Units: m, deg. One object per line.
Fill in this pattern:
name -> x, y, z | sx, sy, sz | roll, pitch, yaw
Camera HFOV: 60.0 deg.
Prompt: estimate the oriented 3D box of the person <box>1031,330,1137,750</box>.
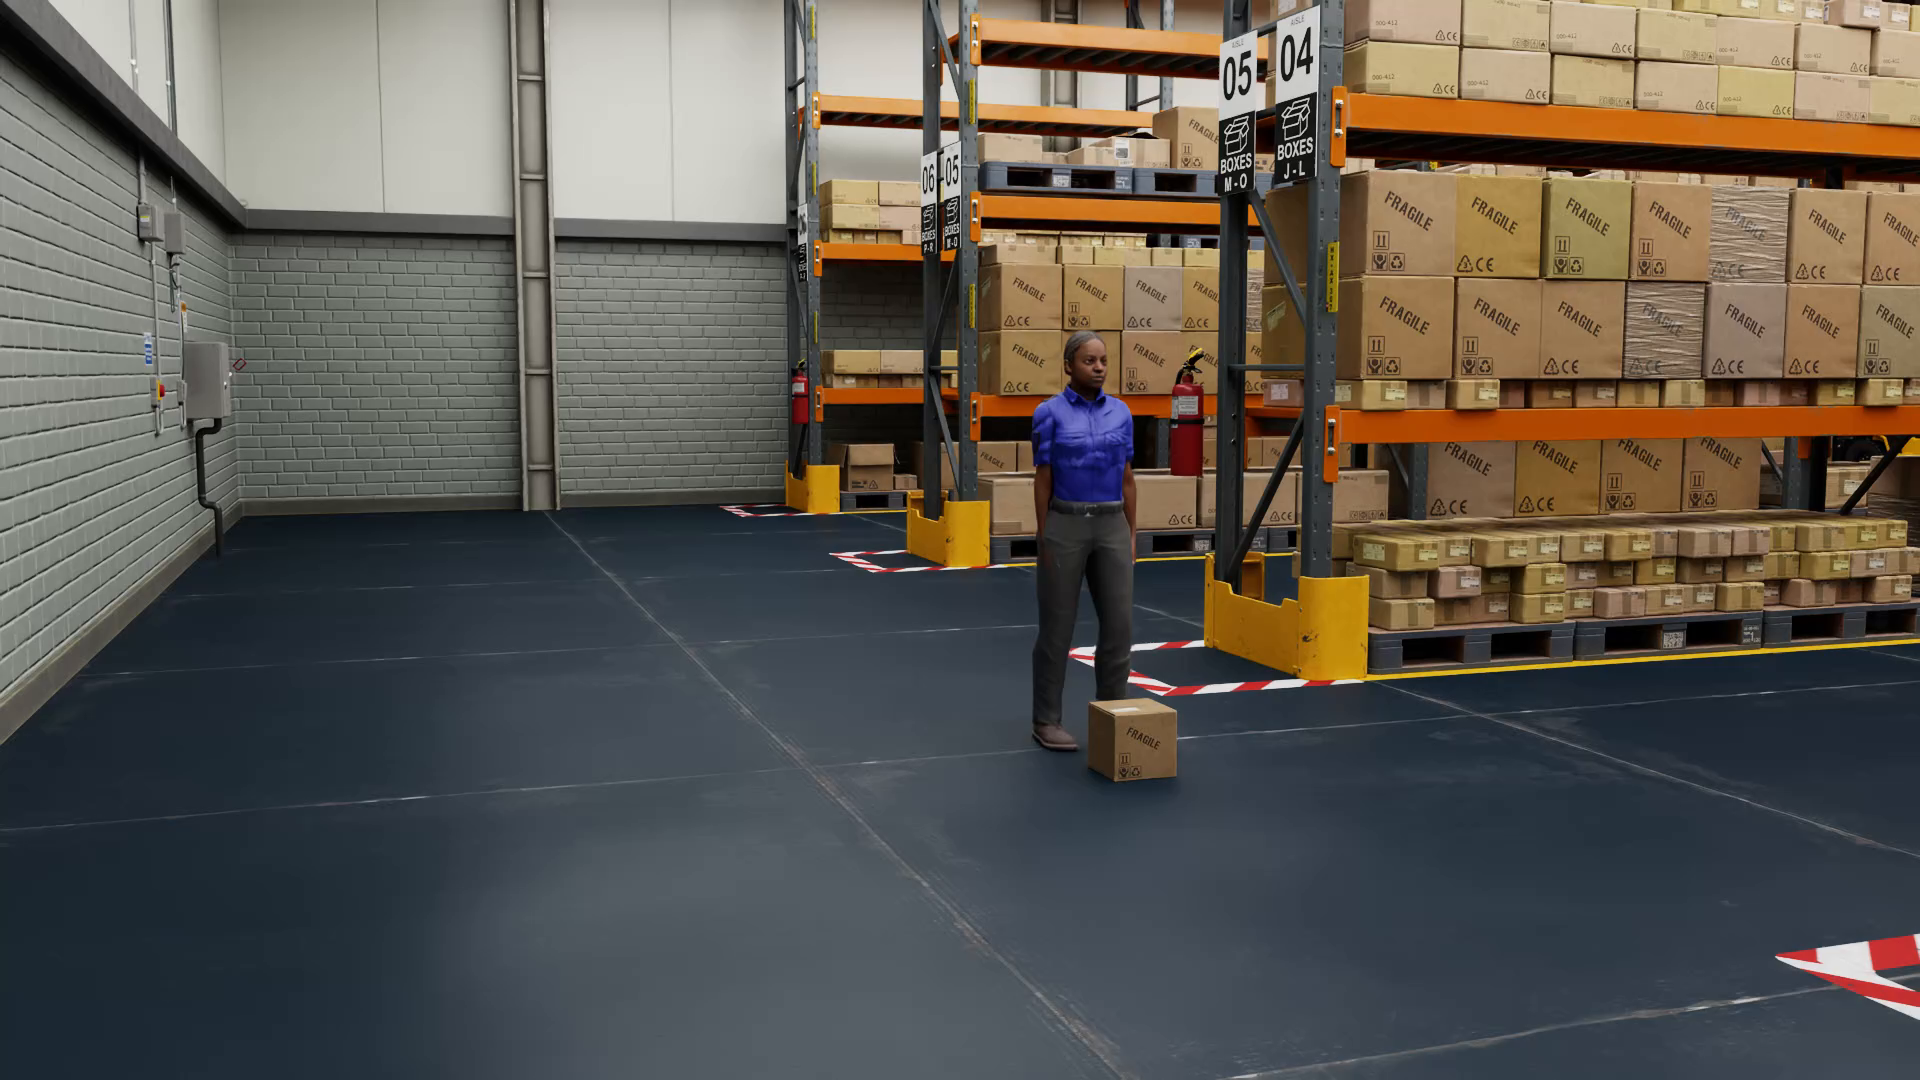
person -> 0.510, 0.001, 6.580 | 0.438, 1.655, 0.380 | -2, 6, -17
